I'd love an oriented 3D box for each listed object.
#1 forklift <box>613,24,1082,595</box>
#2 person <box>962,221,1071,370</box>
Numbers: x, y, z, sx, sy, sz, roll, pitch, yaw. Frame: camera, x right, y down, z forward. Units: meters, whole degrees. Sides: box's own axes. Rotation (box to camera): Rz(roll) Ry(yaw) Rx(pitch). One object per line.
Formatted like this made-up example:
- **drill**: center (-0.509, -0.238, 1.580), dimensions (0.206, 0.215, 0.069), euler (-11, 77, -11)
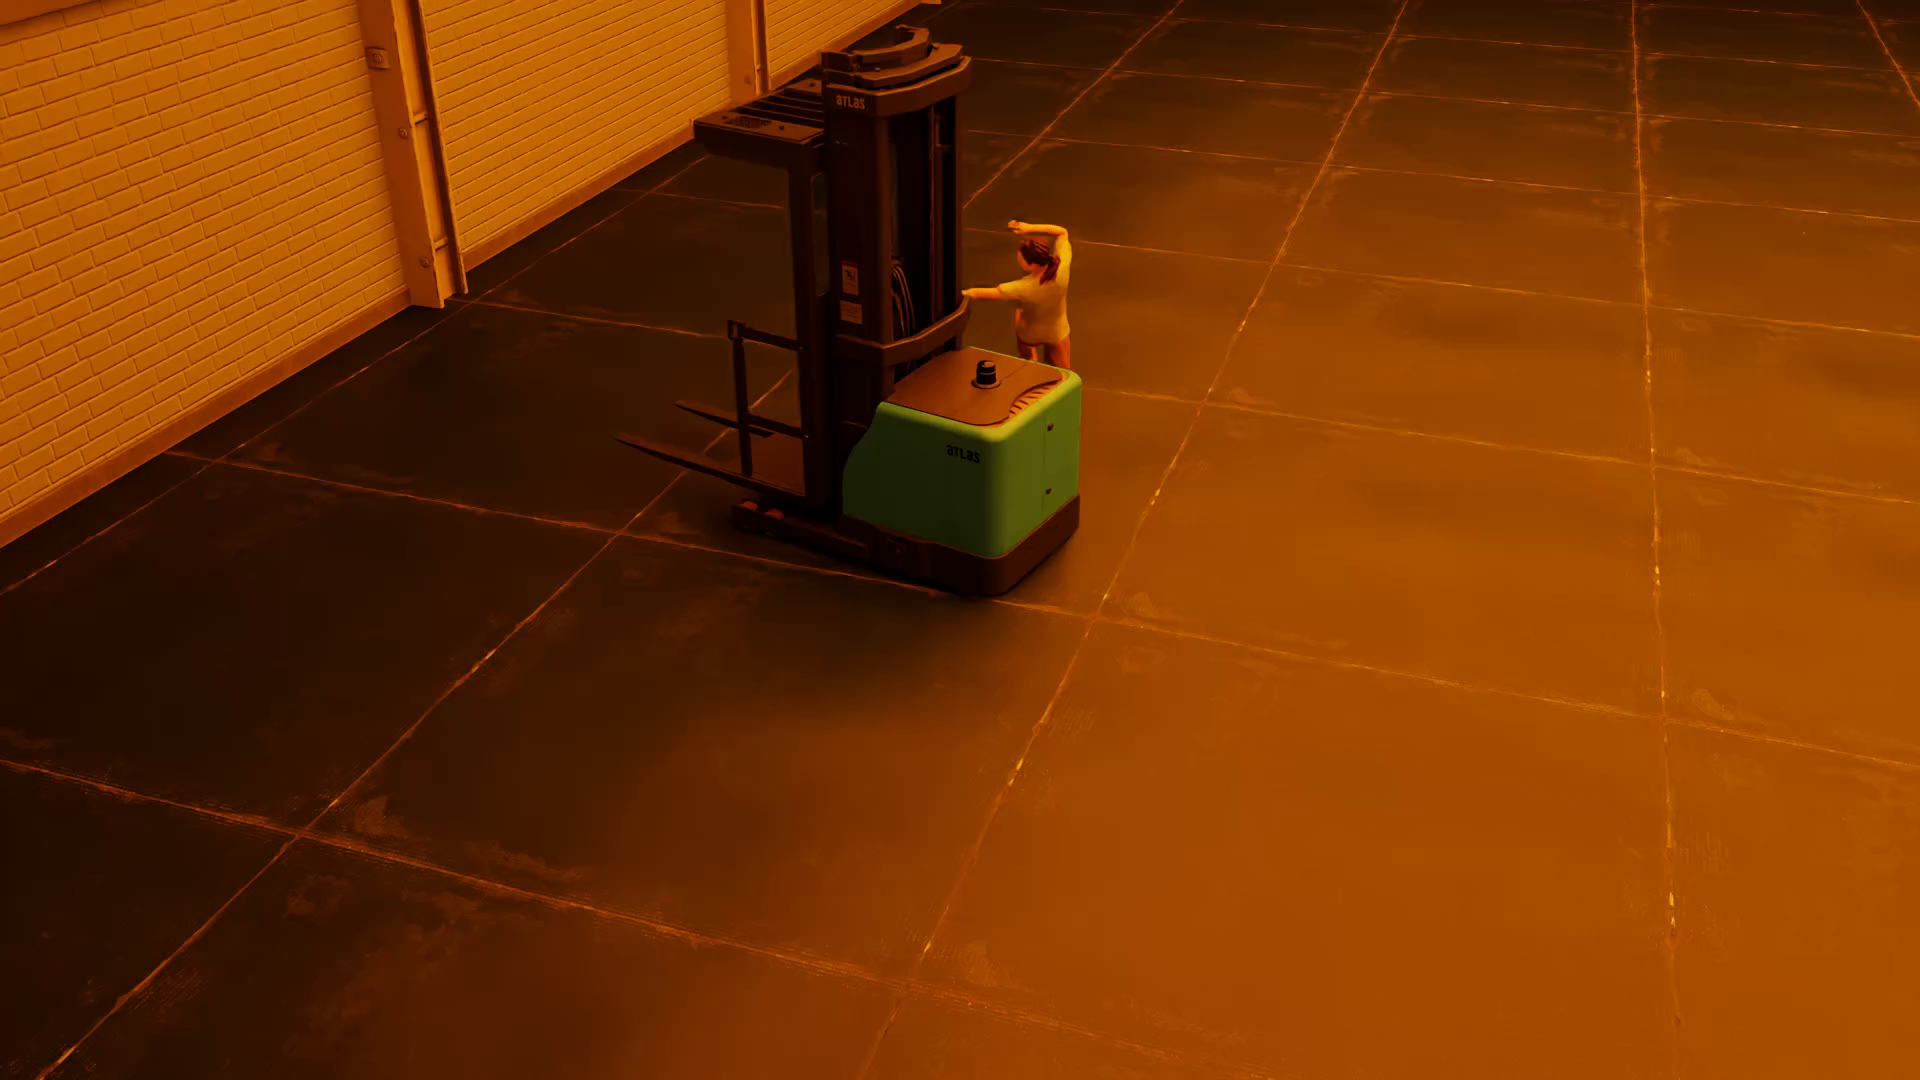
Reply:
- **forklift**: center (-0.799, -1.495, 9.759), dimensions (3.031, 2.935, 1.130), euler (17, 34, 27)
- **person**: center (0.282, -1.489, 11.301), dimensions (0.959, 1.408, 0.871), euler (0, 30, 1)
